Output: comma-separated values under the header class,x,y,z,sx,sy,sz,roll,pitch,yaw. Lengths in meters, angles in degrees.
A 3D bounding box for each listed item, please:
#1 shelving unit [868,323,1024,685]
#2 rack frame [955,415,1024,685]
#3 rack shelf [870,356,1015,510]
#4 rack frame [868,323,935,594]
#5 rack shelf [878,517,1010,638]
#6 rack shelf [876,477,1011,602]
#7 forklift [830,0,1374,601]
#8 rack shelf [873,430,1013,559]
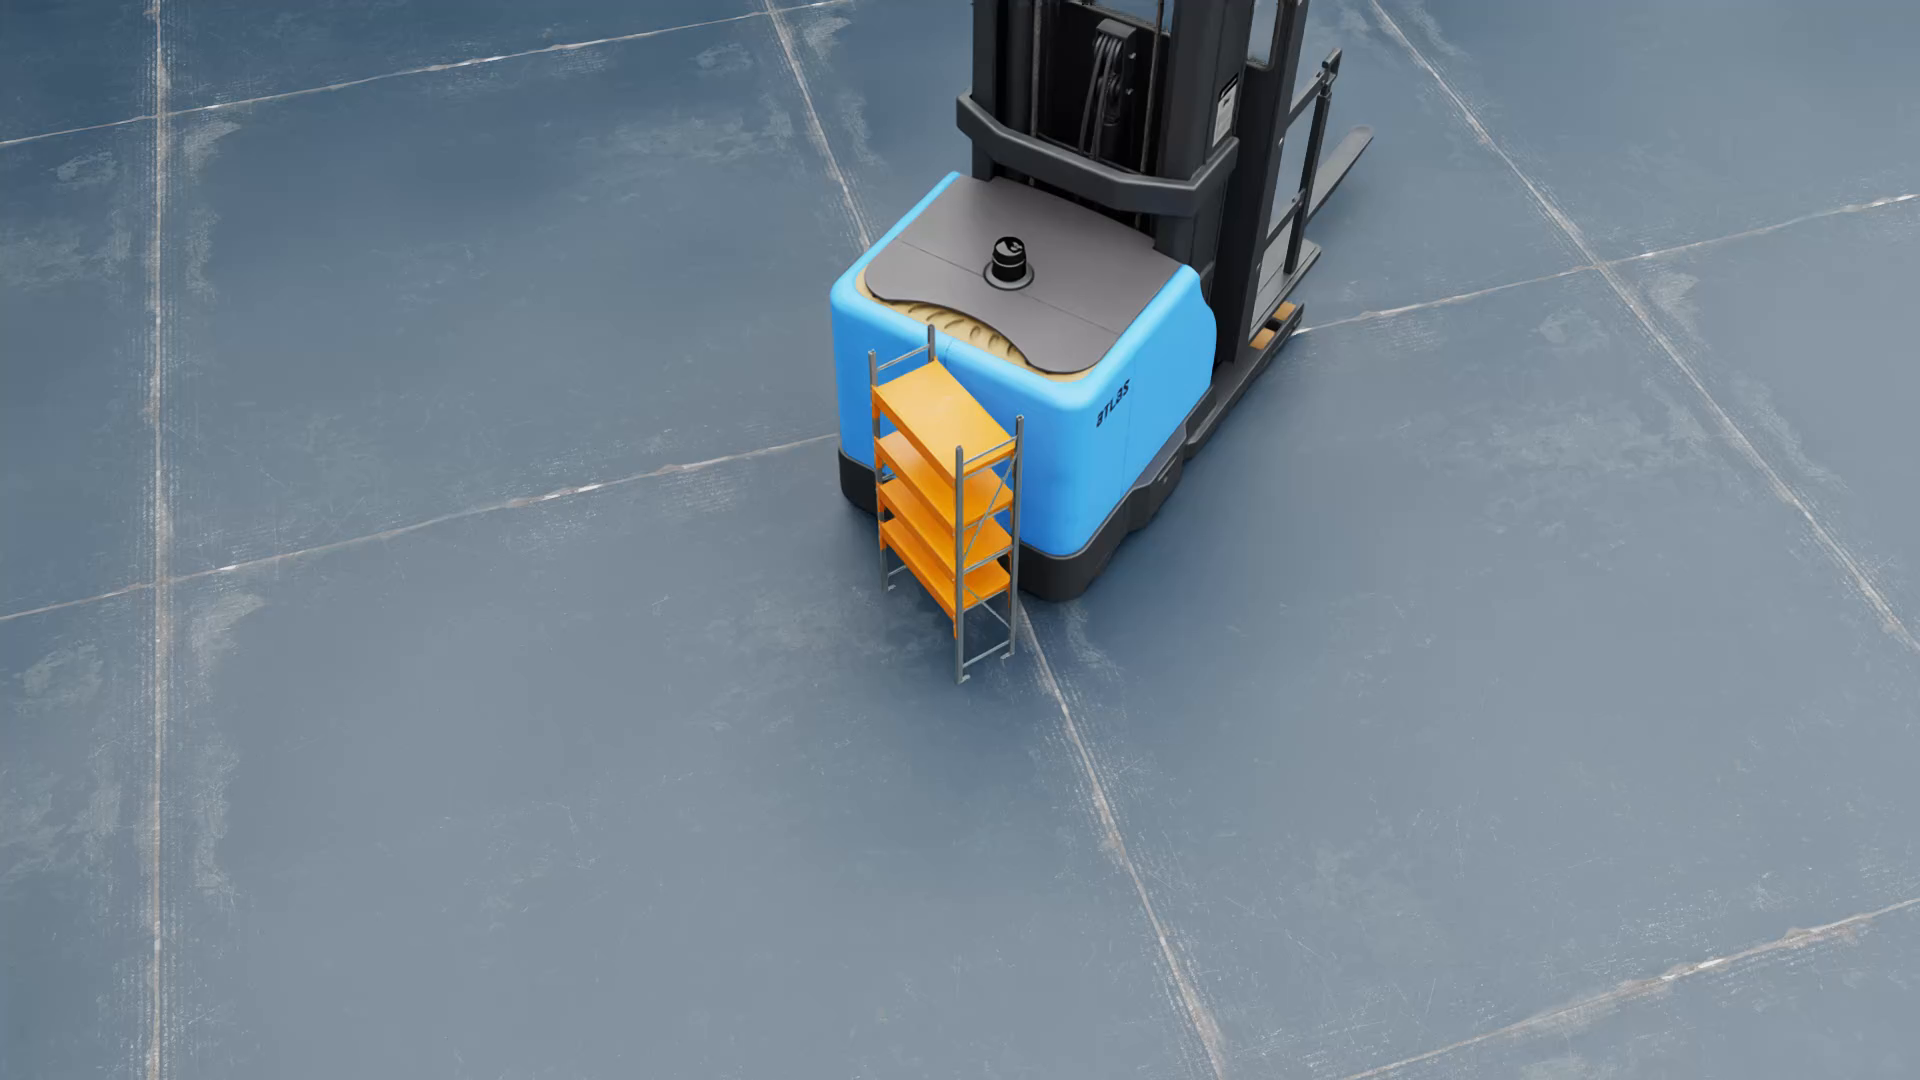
class,x,y,z,sx,sy,sz,roll,pitch,yaw
shelving unit,-0.047,-0.090,5.541,0.258,1.200,0.503,-27,55,-21
rack frame,0.089,0.065,5.410,0.240,1.200,0.015,-27,55,-21
rack shelf,-0.047,-0.343,5.241,0.258,0.148,0.480,-27,55,-21
rack frame,-0.183,-0.245,5.672,0.240,1.200,0.015,-27,55,-21
rack shelf,-0.047,0.081,5.744,0.258,0.148,0.480,-27,55,-21
rack shelf,-0.047,-0.047,5.593,0.258,0.148,0.480,-27,55,-21
forklift,0.771,-1.835,5.880,1.130,2.935,3.031,26,55,21
rack shelf,-0.047,-0.191,5.422,0.258,0.148,0.480,-27,55,-21
